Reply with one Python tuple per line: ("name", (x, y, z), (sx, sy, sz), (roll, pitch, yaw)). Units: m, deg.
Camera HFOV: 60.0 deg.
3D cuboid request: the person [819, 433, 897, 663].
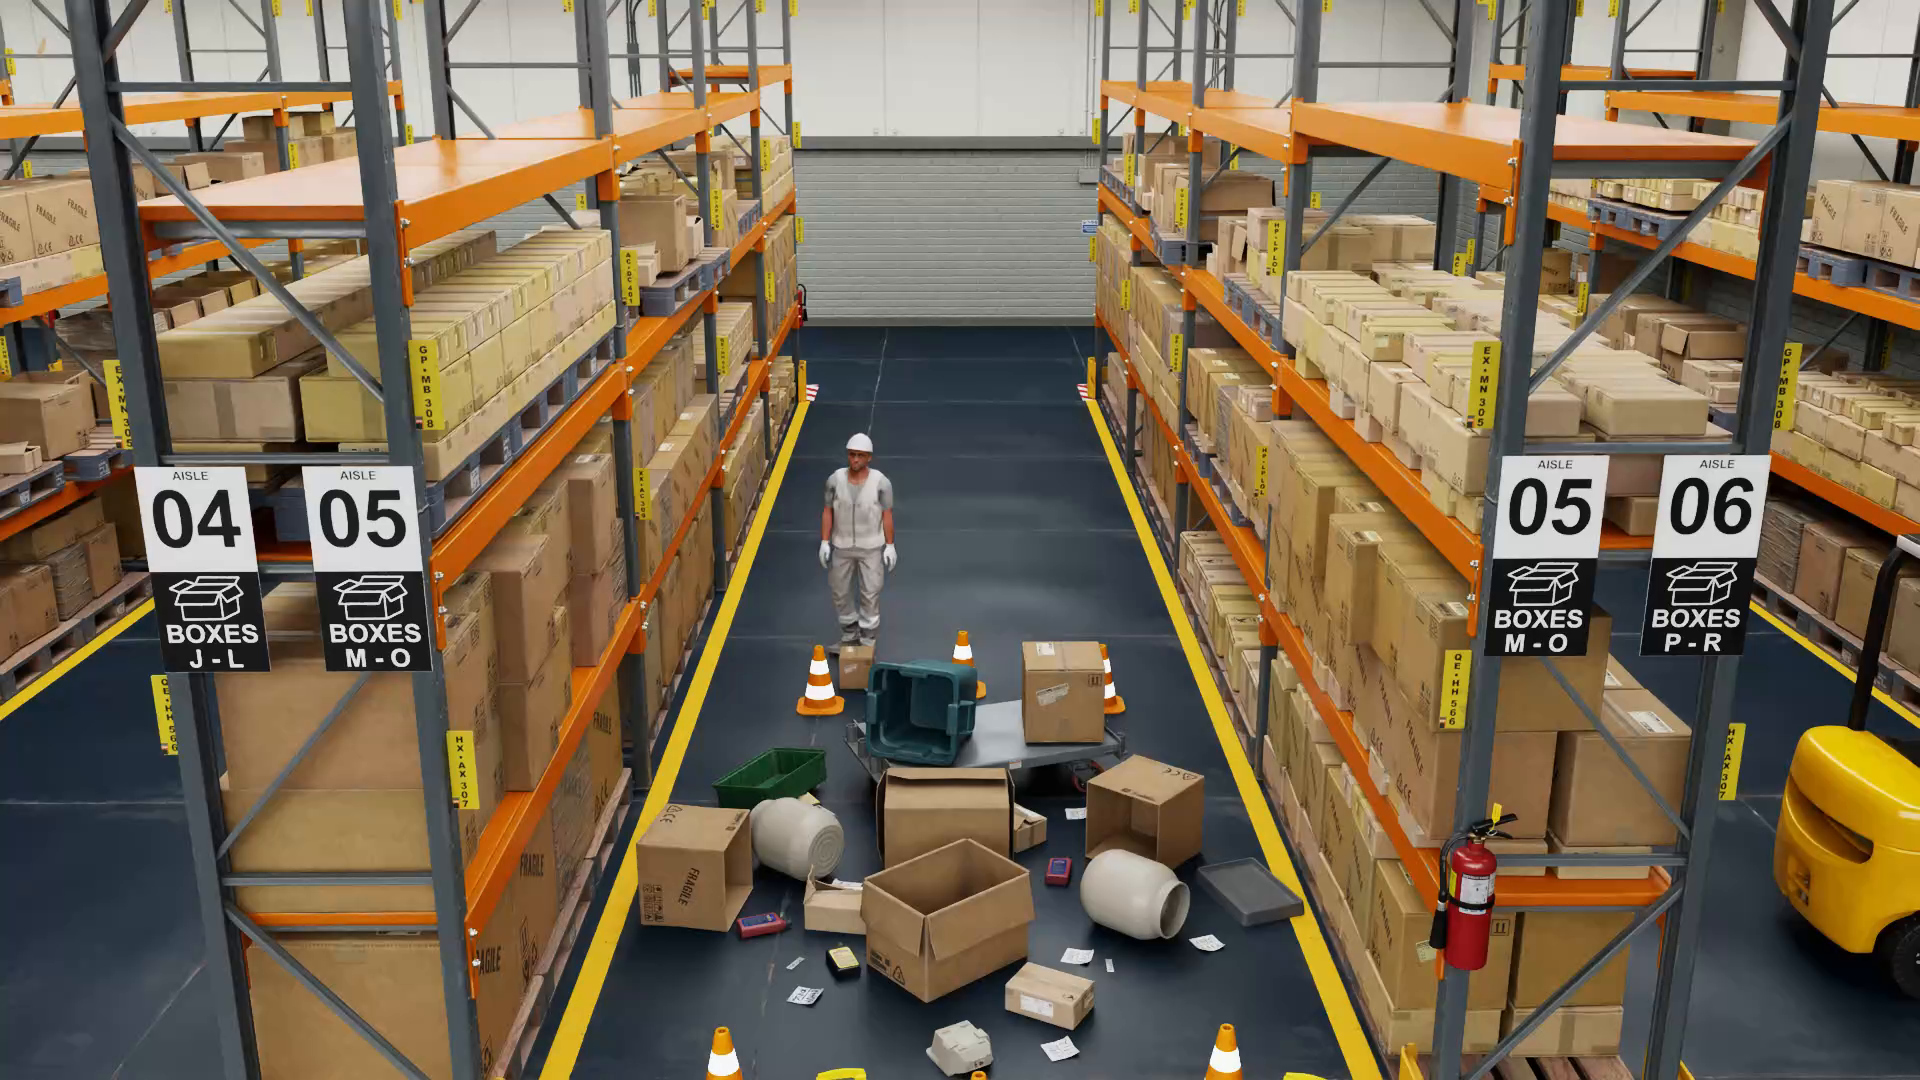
("person", (-0.781, 0.062, 12.754), (0.590, 1.793, 0.441), (2, 17, 6))
